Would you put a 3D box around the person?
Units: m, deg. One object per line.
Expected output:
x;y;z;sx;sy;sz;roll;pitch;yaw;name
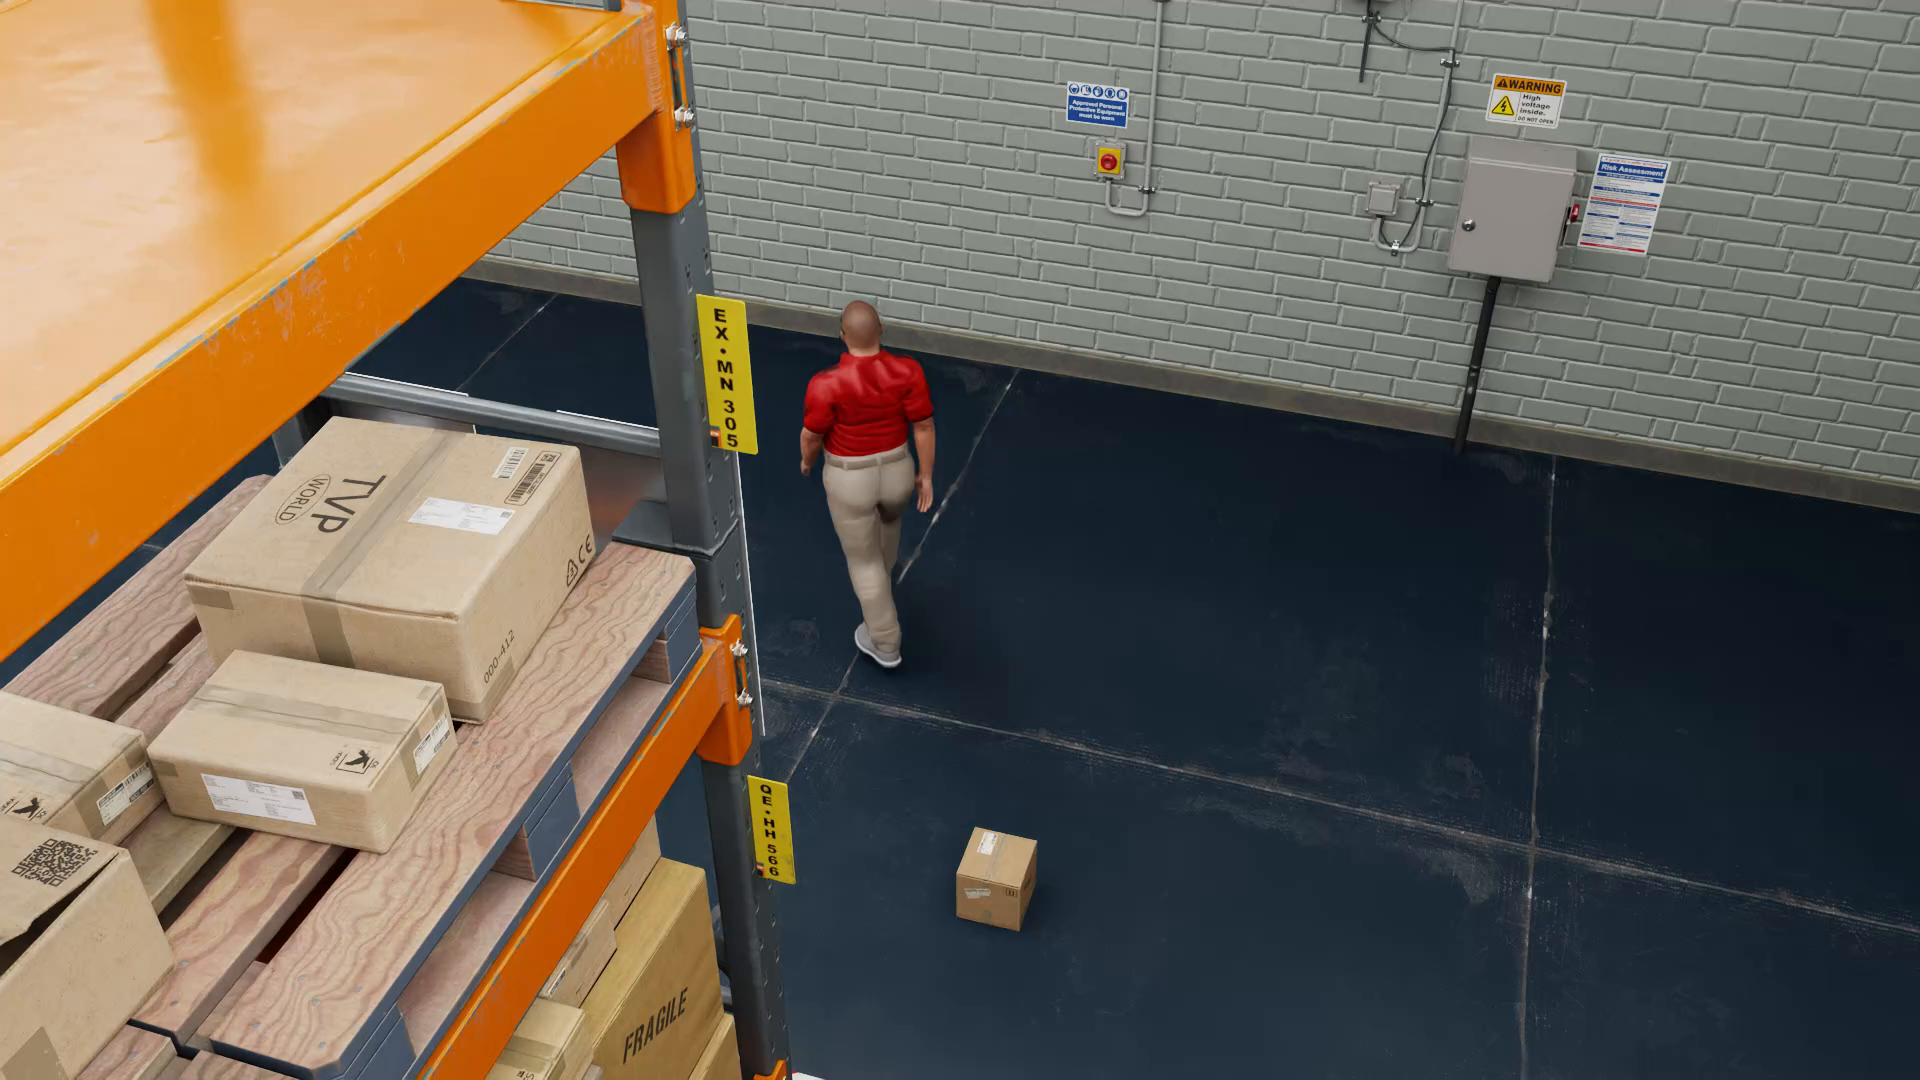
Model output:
-0.433;-0.305;7.324;0.550;1.742;0.857;-15;39;-19;person
